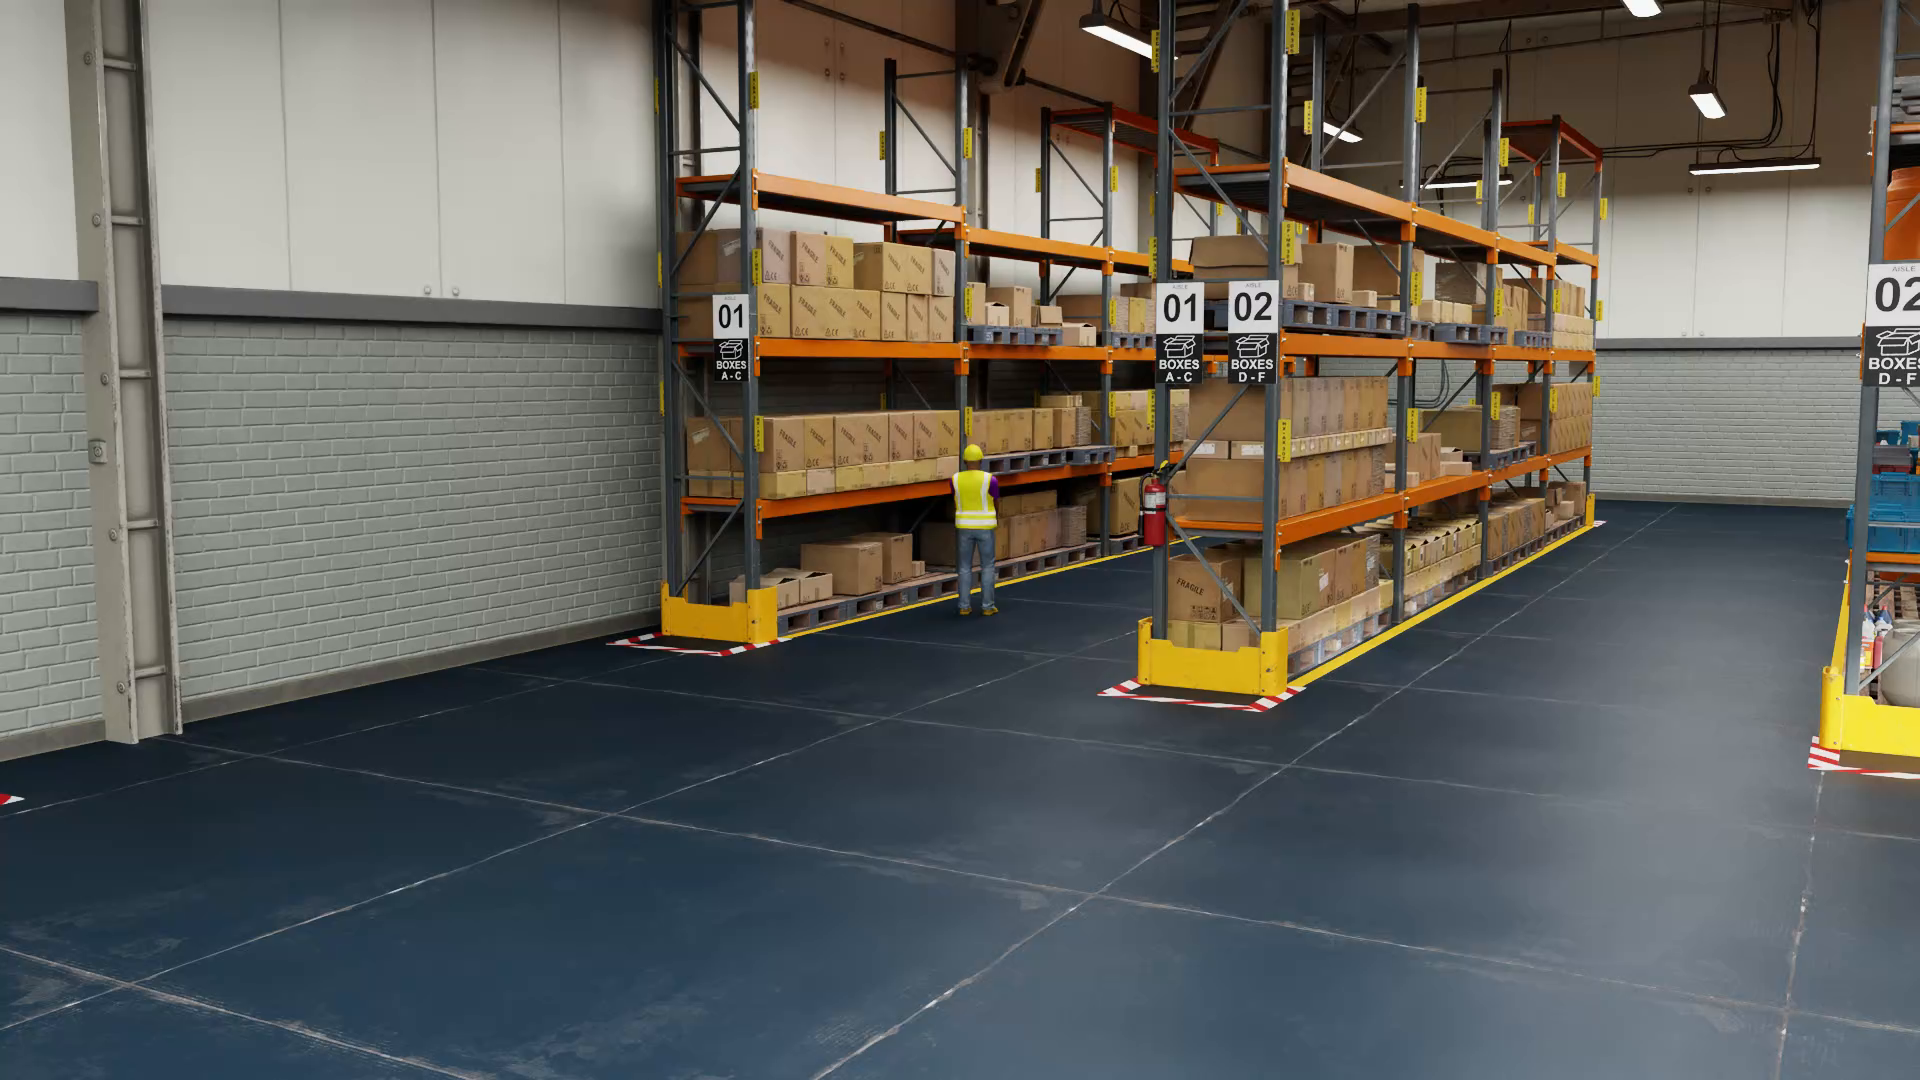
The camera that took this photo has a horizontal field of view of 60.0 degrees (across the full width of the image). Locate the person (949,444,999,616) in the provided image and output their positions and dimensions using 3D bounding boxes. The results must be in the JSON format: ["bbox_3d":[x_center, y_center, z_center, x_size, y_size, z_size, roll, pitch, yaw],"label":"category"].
[{"bbox_3d":[0.171,-0.118,17.198,0.502,1.762,0.577,1,6,12],"label":"person"}]
